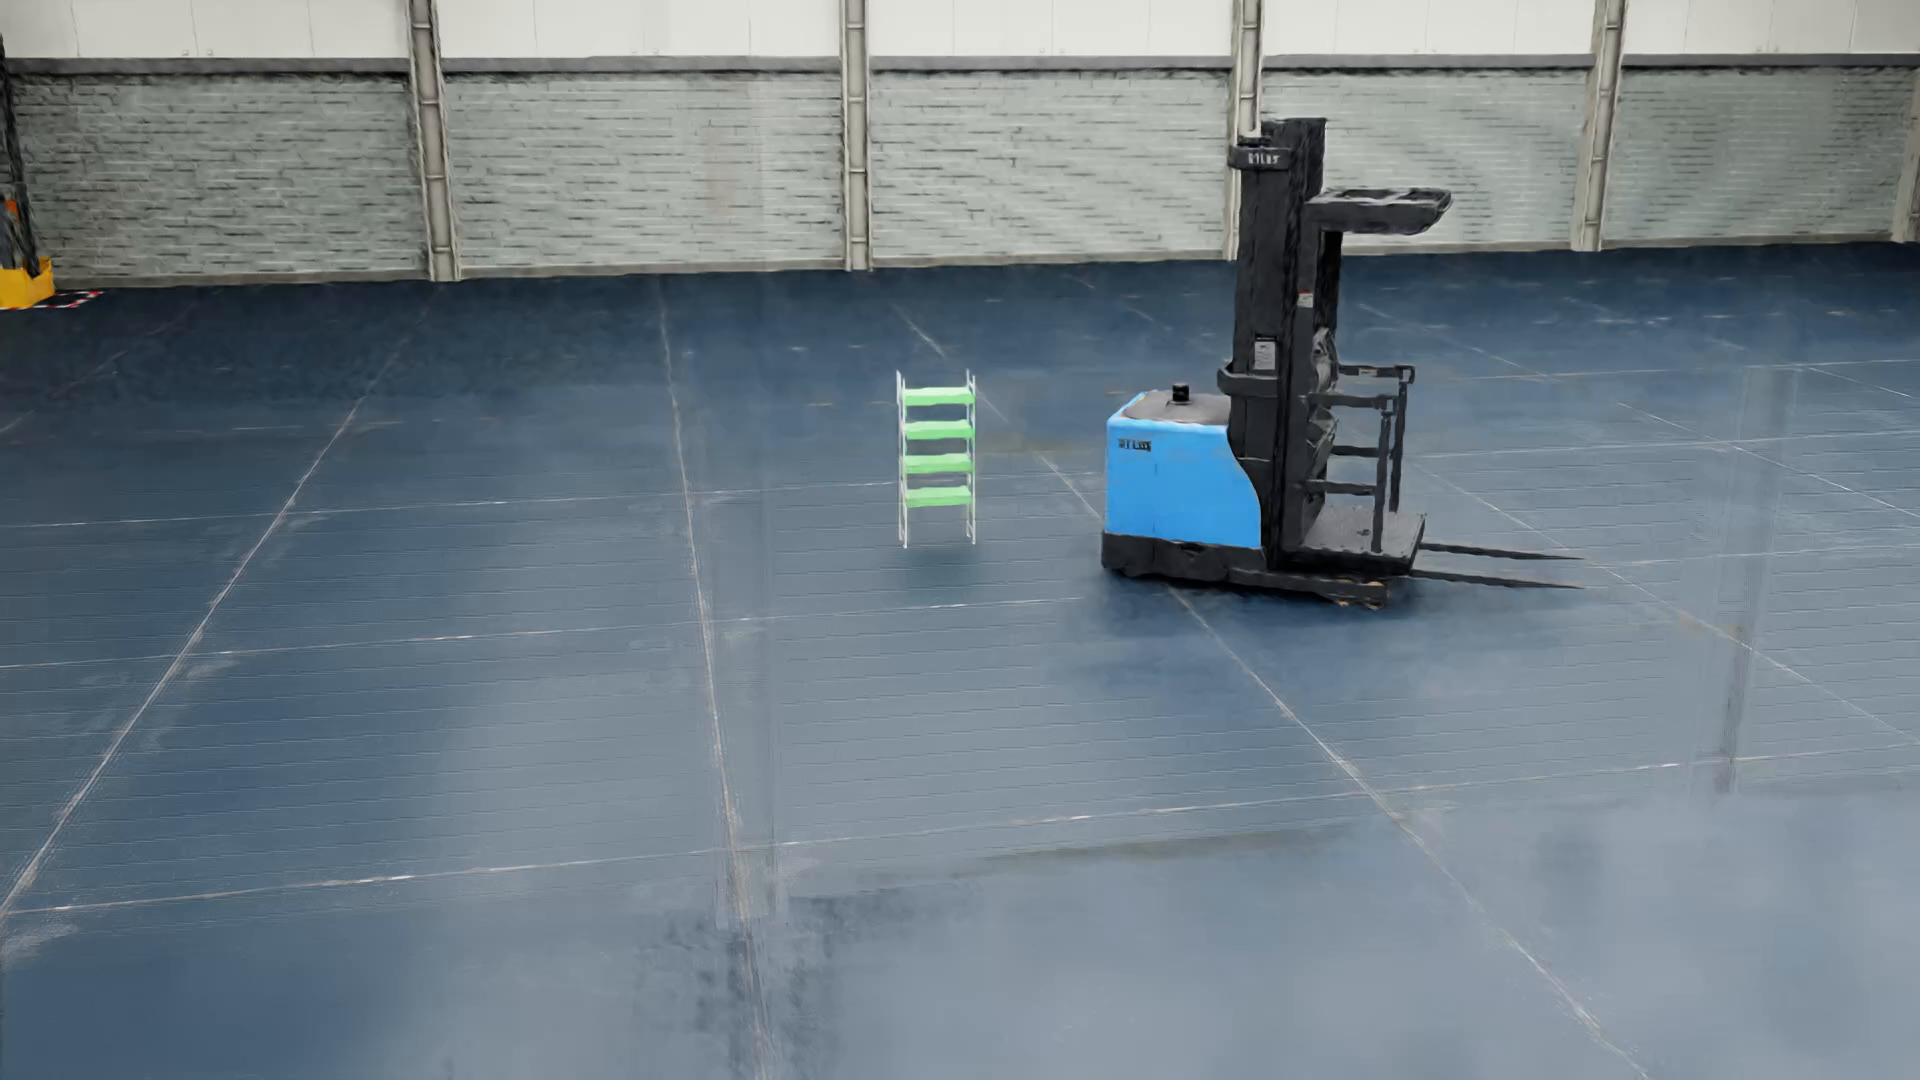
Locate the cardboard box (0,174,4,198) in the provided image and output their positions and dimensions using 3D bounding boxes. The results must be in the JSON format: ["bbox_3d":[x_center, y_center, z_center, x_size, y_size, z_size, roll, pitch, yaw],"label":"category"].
[{"bbox_3d":[-13.000,-4.726,21.919,0.500,0.500,0.500,-3,17,-9],"label":"cardboard box"}]

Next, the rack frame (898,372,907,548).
[{"bbox_3d":[-0.402,-0.551,11.561,0.015,1.200,0.240,-3,17,-10],"label":"rack frame"}]

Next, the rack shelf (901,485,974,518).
[{"bbox_3d":[-0.163,-0.274,11.695,0.480,0.148,0.258,-3,17,-10],"label":"rack shelf"}]

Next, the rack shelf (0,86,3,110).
[{"bbox_3d":[-14.424,-5.604,21.066,4.000,0.370,1.077,-3,17,-10],"label":"rack shelf"}]

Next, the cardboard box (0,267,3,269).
[{"bbox_3d":[-12.980,-3.541,22.200,0.500,0.250,0.500,-3,17,-10],"label":"cardboard box"}]

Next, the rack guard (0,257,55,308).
[{"bbox_3d":[-12.437,-3.432,22.135,0.348,0.500,1.175,-3,17,-10],"label":"rack guard"}]

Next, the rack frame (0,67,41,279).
[{"bbox_3d":[-12.461,-4.626,21.763,0.127,3.000,1.000,-3,17,-10],"label":"rack frame"}]

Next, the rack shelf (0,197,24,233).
[{"bbox_3d":[-14.424,-4.170,21.506,4.000,0.370,1.077,-3,17,-10],"label":"rack shelf"}]

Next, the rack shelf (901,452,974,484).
[{"bbox_3d":[-0.163,-0.503,11.624,0.480,0.148,0.258,-3,17,-10],"label":"rack shelf"}]

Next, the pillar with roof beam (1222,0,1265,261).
[{"bbox_3d":[5.175,-7.476,20.826,0.400,9.000,9.100,-3,17,-10],"label":"pillar with roof beam"}]

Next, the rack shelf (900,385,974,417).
[{"bbox_3d":[-0.163,-0.962,11.483,0.480,0.148,0.258,-3,17,-10],"label":"rack shelf"}]

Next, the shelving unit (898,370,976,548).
[{"bbox_3d":[-0.163,-0.564,11.606,0.503,1.200,0.258,-3,17,-10],"label":"shelving unit"}]

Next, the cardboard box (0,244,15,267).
[{"bbox_3d":[-12.962,-3.785,22.142,0.500,0.250,0.500,-3,17,-9],"label":"cardboard box"}]

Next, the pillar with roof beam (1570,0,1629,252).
[{"bbox_3d":[11.066,-7.810,21.914,0.400,9.000,9.100,-3,17,-10],"label":"pillar with roof beam"}]

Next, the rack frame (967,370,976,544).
[{"bbox_3d":[0.077,-0.578,11.650,0.015,1.200,0.240,-3,17,-10],"label":"rack frame"}]

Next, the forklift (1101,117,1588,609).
[{"bbox_3d":[2.507,-1.144,10.545,3.031,2.935,1.130,6,18,19],"label":"forklift"}]

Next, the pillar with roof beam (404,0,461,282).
[{"bbox_3d":[-6.607,-6.808,18.650,0.400,9.000,9.100,-3,17,-10],"label":"pillar with roof beam"}]

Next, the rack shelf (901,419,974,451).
[{"bbox_3d":[-0.163,-0.733,11.554,0.480,0.148,0.258,-3,17,-10],"label":"rack shelf"}]

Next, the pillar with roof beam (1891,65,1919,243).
[{"bbox_3d":[16.957,-8.144,23.002,0.400,9.000,9.100,-3,17,-10],"label":"pillar with roof beam"}]

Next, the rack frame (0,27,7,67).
[{"bbox_3d":[-12.461,-7.494,20.883,0.127,3.000,1.000,-3,17,-10],"label":"rack frame"}]

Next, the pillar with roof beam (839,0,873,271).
[{"bbox_3d":[-0.716,-7.142,19.738,0.400,9.000,9.100,-3,17,-10],"label":"pillar with roof beam"}]
